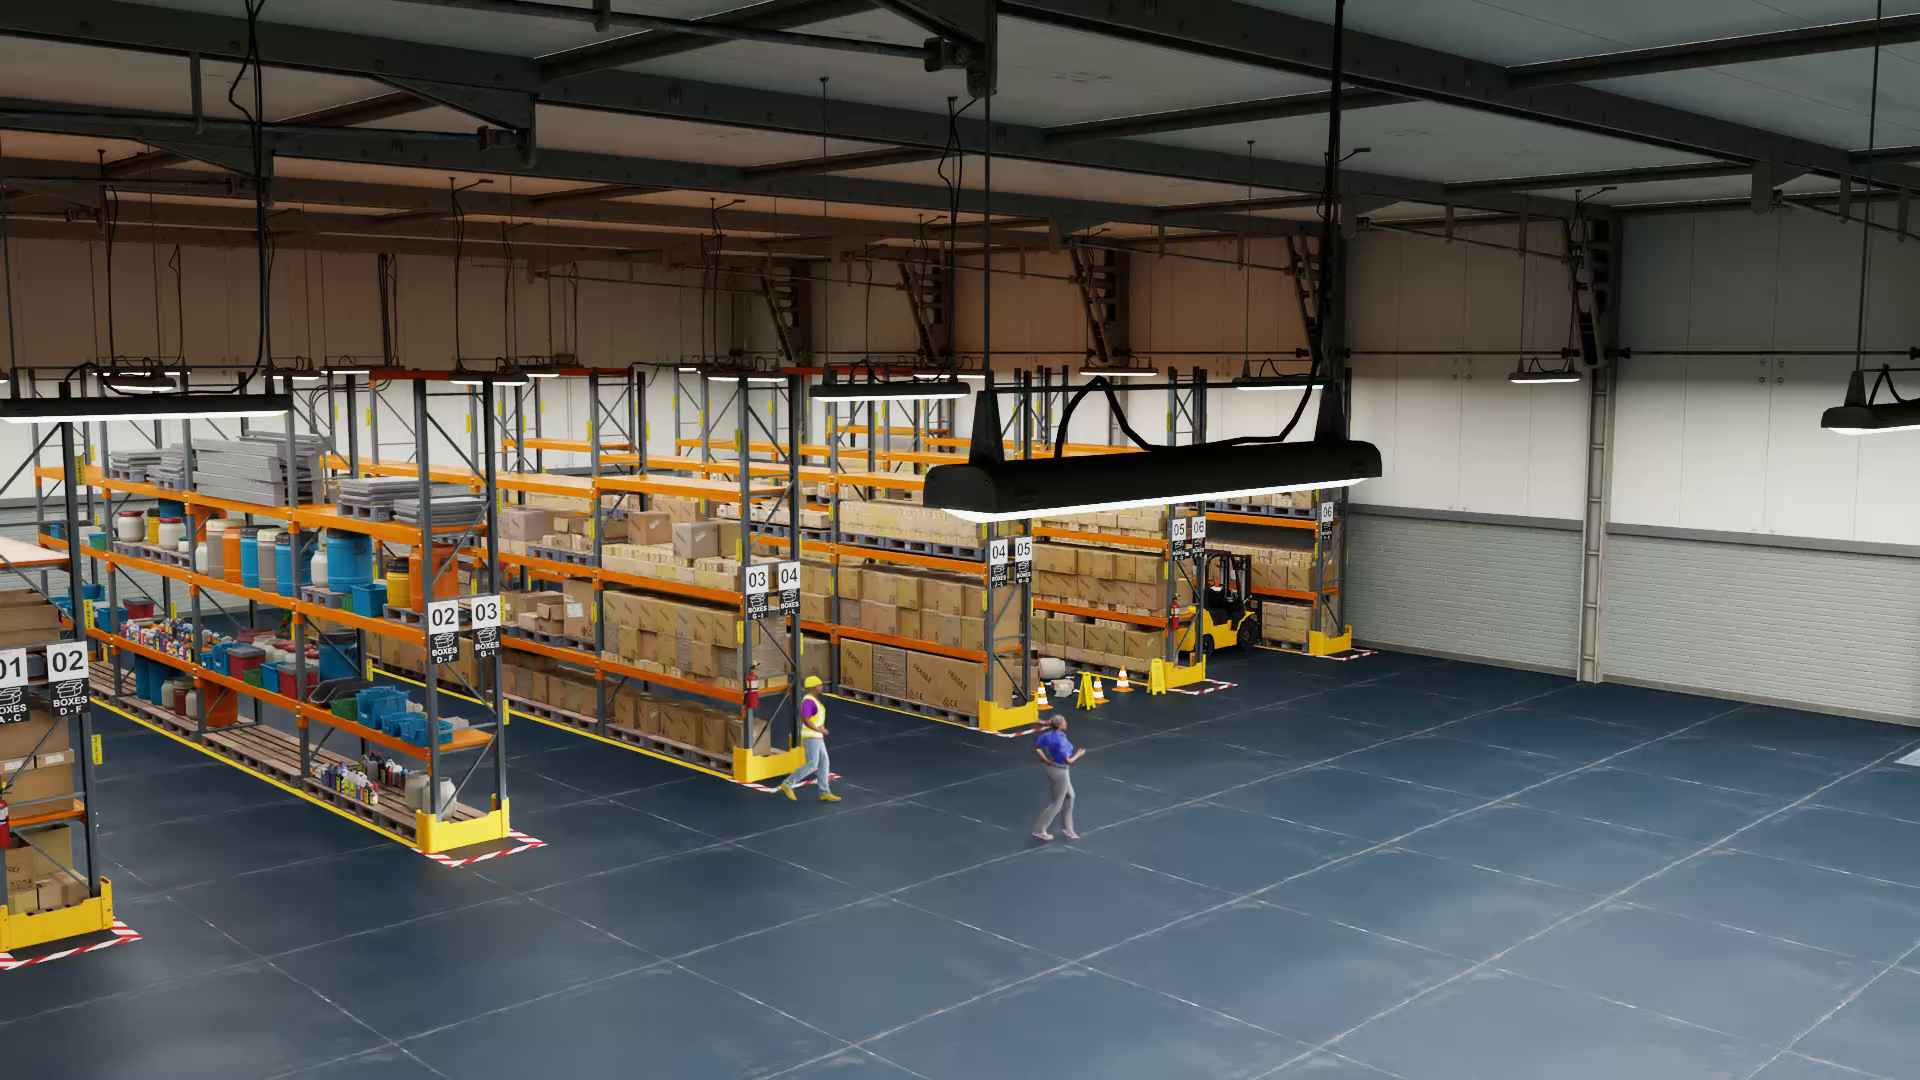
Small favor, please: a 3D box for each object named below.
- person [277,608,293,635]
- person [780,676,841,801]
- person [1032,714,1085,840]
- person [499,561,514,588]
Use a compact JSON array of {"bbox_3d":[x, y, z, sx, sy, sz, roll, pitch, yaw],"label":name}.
[{"bbox_3d":[-15.009,1.250,37.239,0.603,1.746,0.677,-4,7,-29],"label":"person"},{"bbox_3d":[-2.114,2.805,23.593,0.852,1.753,0.763,0,6,-2],"label":"person"},{"bbox_3d":[1.262,3.090,21.465,0.728,1.713,0.560,-2,7,-17],"label":"person"},{"bbox_3d":[-11.040,0.935,40.502,0.664,1.684,0.602,2,7,20],"label":"person"}]
